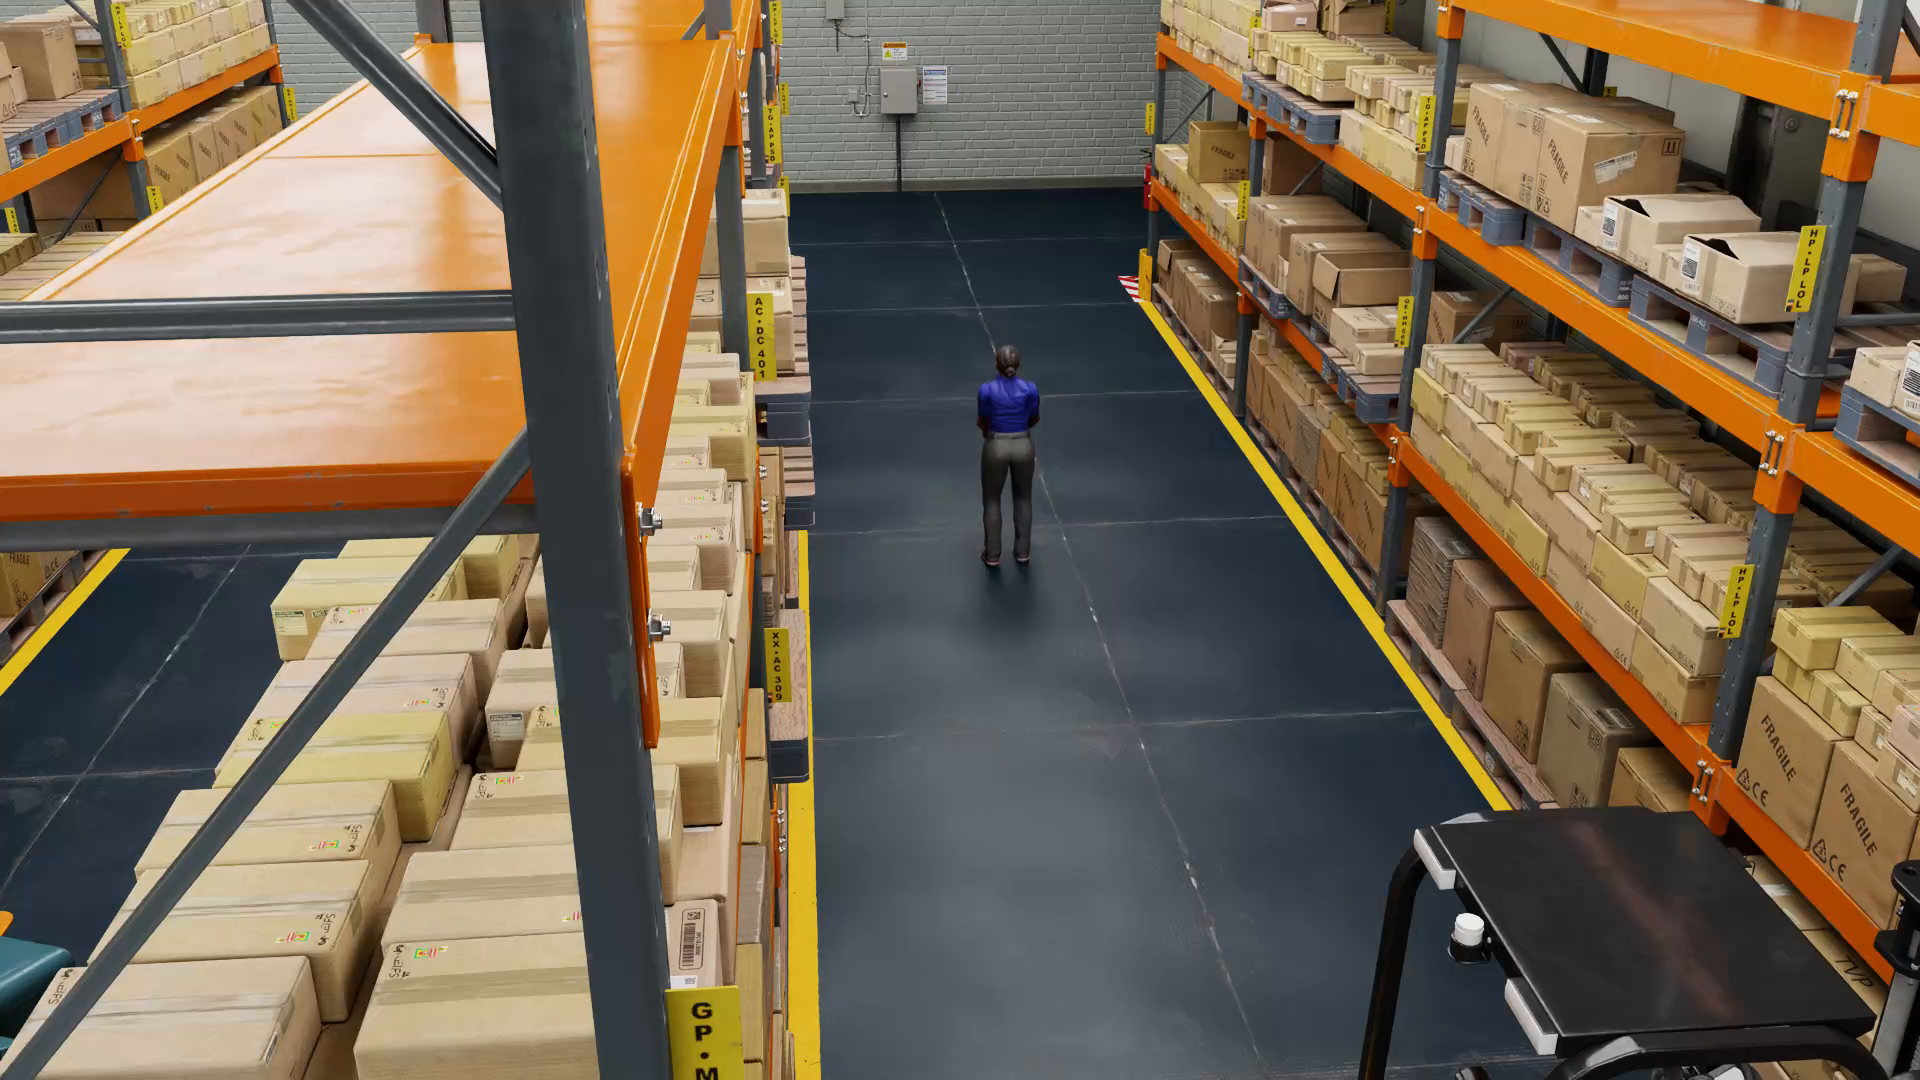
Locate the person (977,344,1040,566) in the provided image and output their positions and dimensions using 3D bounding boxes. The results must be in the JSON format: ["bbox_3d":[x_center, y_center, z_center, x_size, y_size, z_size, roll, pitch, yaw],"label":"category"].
[{"bbox_3d":[0.333,-0.632,11.752,0.450,1.646,0.523,-2,24,-4],"label":"person"}]
